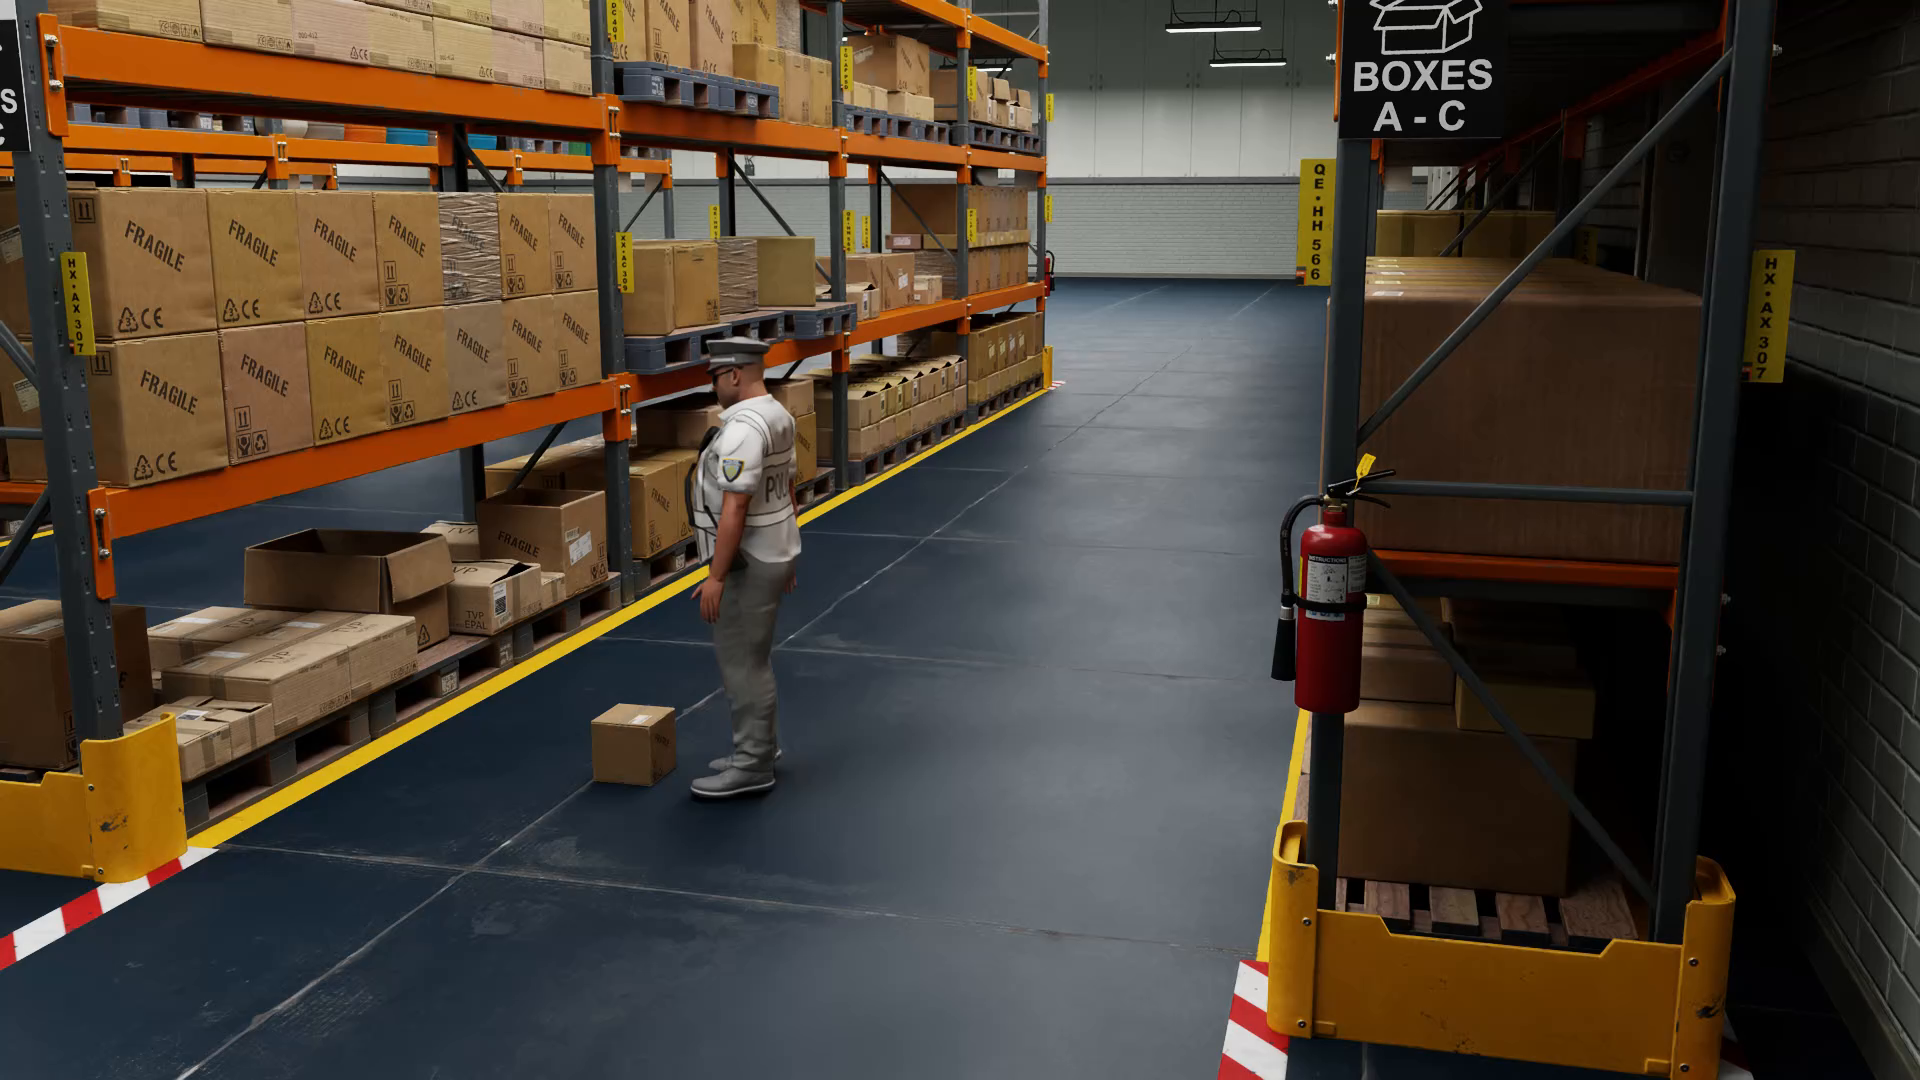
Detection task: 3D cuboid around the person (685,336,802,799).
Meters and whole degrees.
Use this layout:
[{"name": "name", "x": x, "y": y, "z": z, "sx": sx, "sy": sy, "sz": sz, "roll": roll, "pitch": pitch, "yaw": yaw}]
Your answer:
[{"name": "person", "x": -0.837, "y": 0.124, "z": 6.372, "sx": 0.435, "sy": 1.795, "sz": 0.615, "roll": 1, "pitch": 11, "yaw": 7}]
